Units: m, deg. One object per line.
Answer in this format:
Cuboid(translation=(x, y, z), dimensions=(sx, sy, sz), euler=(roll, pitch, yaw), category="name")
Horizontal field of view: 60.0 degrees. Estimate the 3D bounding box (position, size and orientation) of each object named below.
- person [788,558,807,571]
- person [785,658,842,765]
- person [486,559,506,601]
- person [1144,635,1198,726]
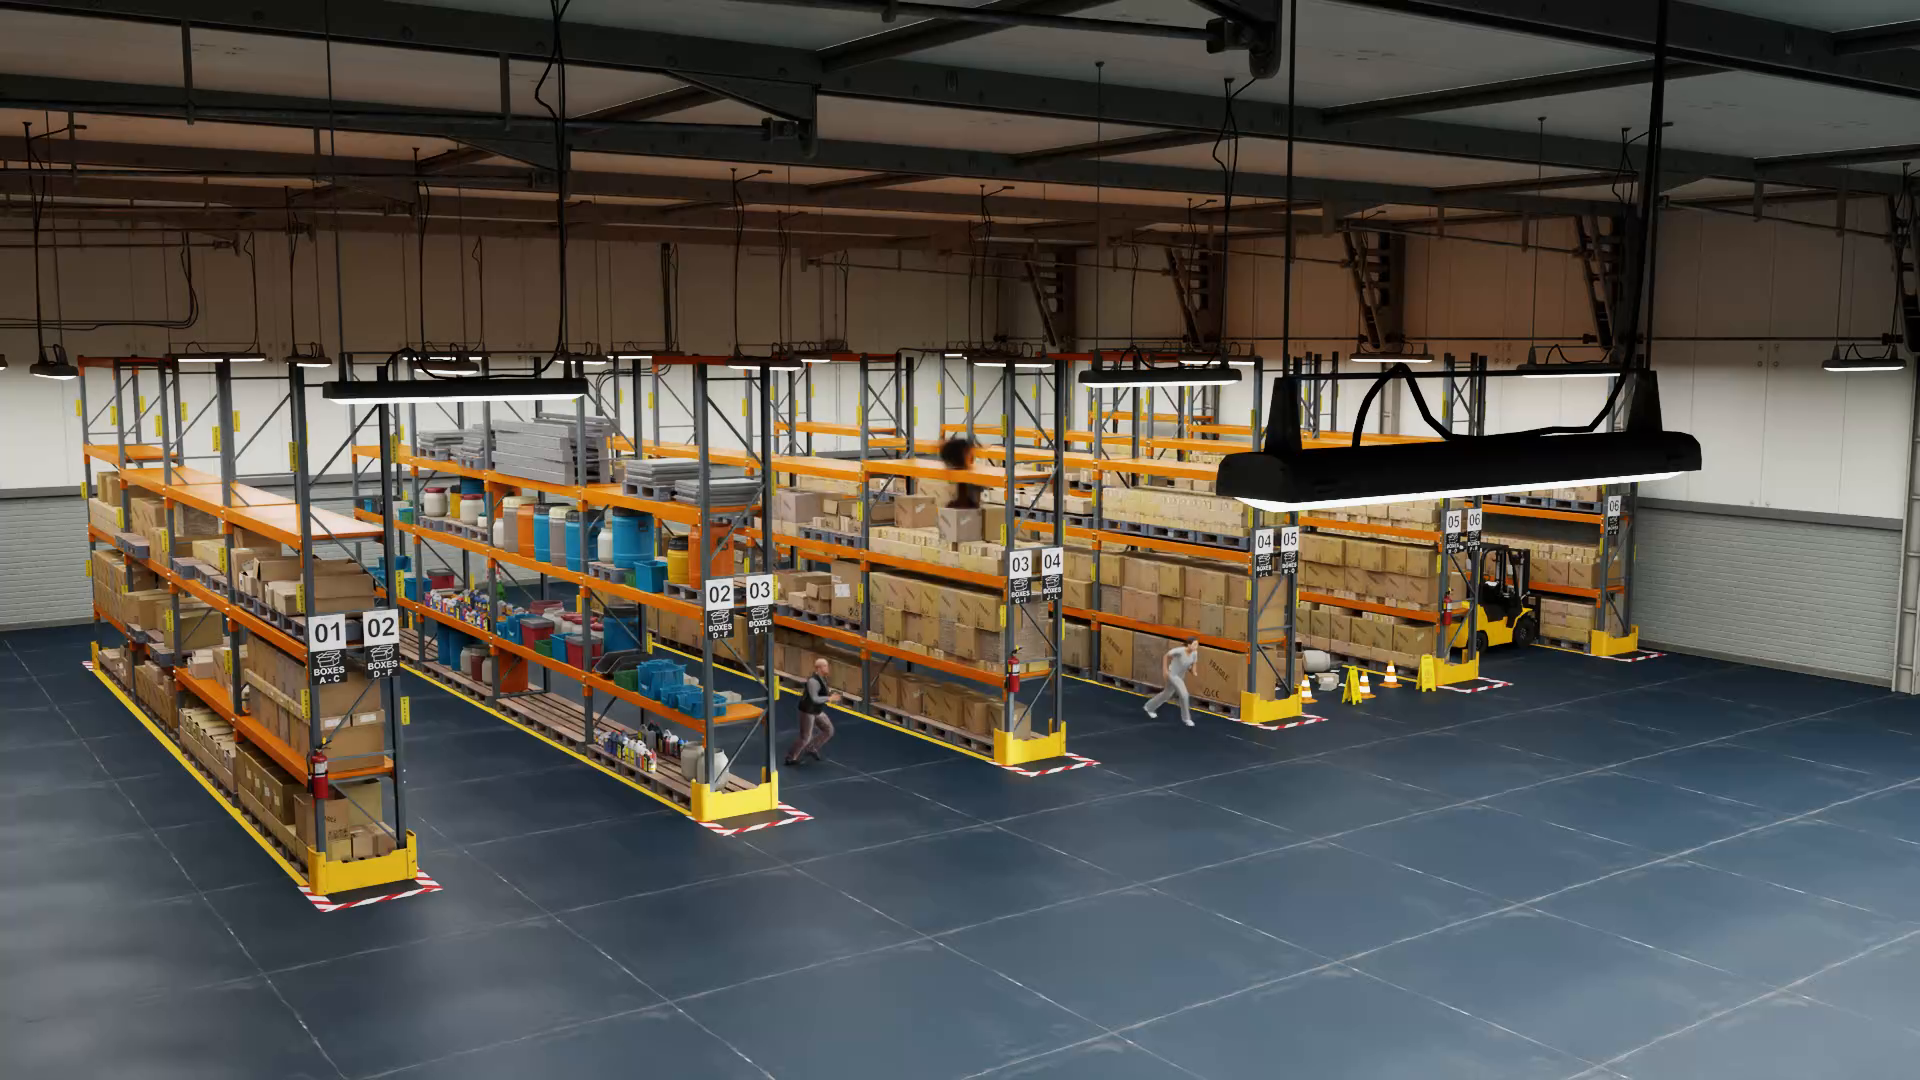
Cuboid(translation=(-4.077, 0.498, 41.897), dimensions=(0.873, 1.670, 0.653), euler=(-4, 8, -32), category="person")
Cuboid(translation=(-2.158, 2.537, 24.610), dimensions=(0.905, 1.620, 0.660), euler=(2, 7, 14), category="person")
Cuboid(translation=(-10.603, 0.909, 37.723), dimensions=(0.545, 1.710, 0.747), euler=(-3, 7, -20), category="person")
Cuboid(translation=(3.497, 2.263, 27.437), dimensions=(0.564, 1.500, 1.037), euler=(-6, 9, -42), category="person")
